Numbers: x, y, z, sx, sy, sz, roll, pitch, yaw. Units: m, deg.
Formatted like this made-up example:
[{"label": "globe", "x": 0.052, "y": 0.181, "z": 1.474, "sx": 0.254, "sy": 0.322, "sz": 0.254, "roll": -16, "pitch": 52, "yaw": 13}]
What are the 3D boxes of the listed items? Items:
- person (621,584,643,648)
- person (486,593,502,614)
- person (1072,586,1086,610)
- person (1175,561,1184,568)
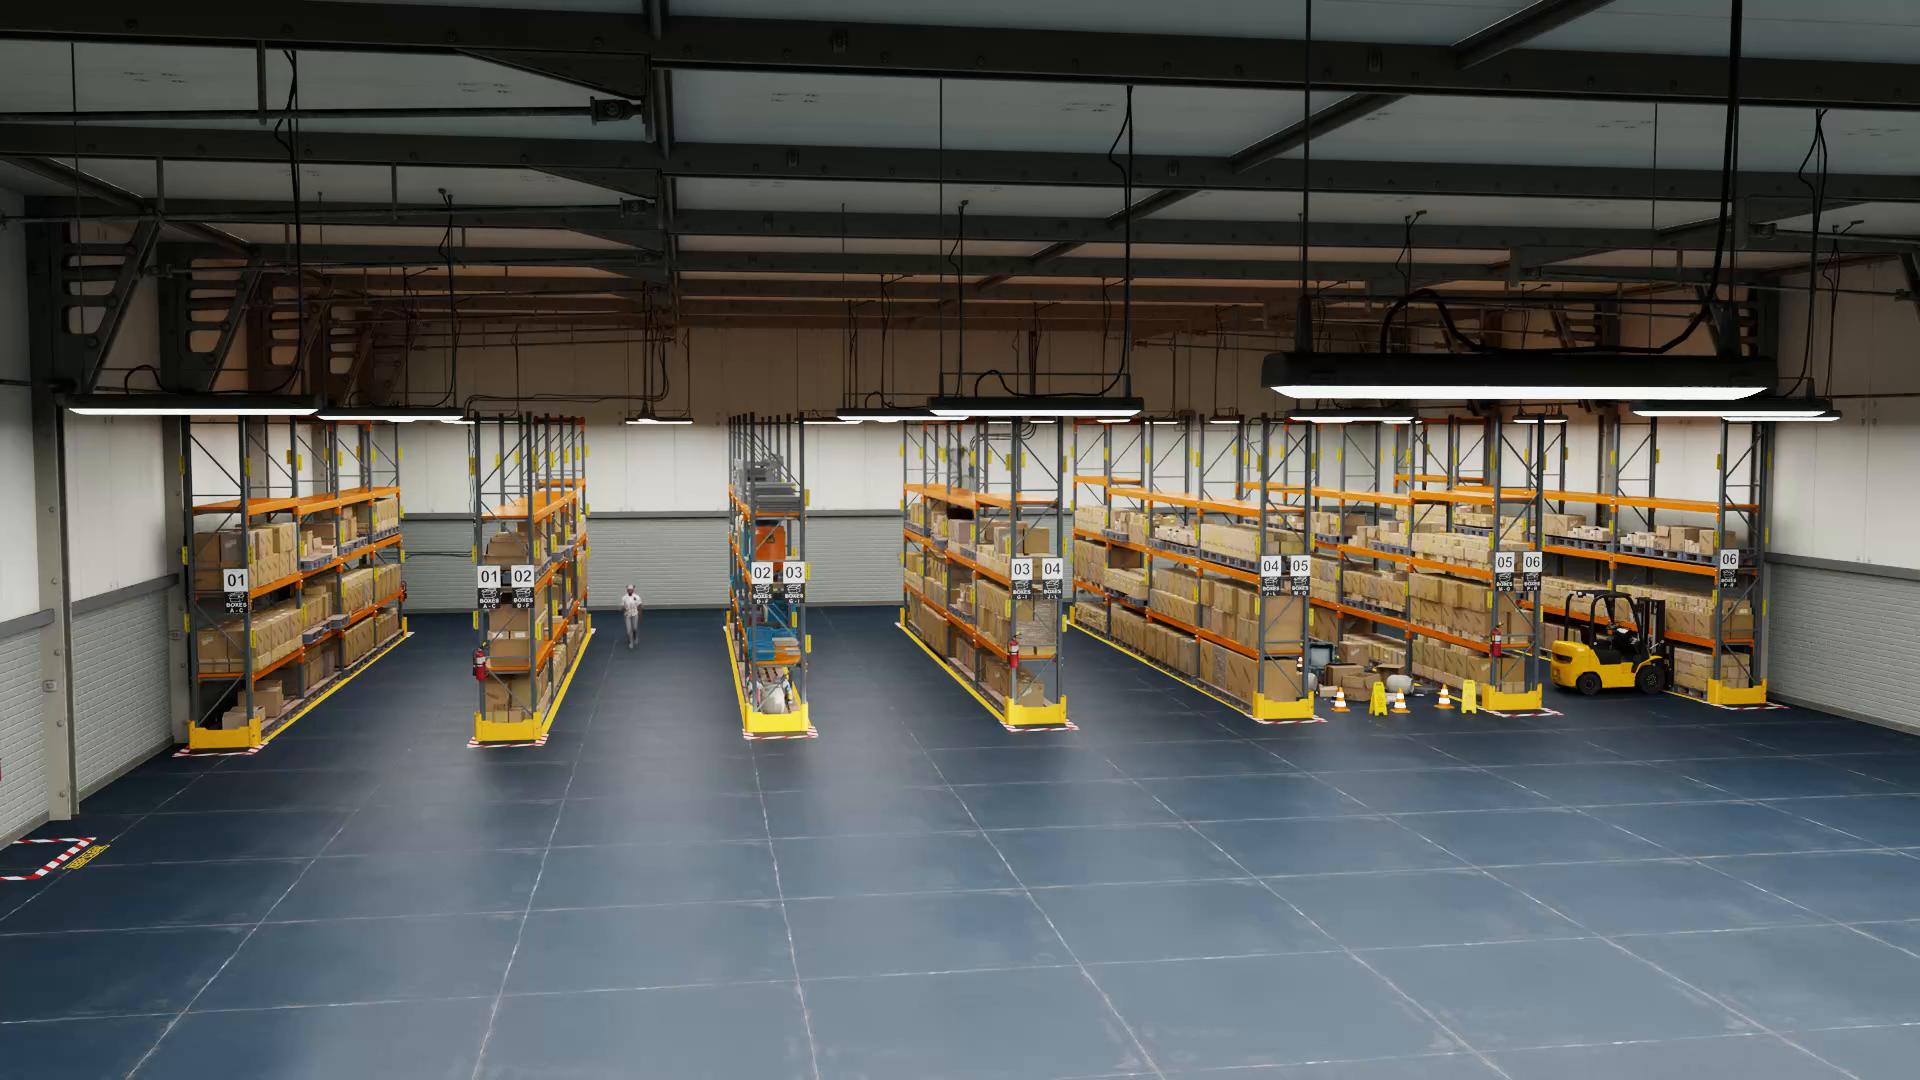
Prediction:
[{"label": "person", "x": -8.494, "y": 1.969, "z": 43.005, "sx": 0.561, "sy": 1.661, "sz": 0.562, "roll": -1, "pitch": 4, "yaw": -9}, {"label": "person", "x": -11.766, "y": 2.020, "z": 42.477, "sx": 0.715, "sy": 1.744, "sz": 1.056, "roll": -1, "pitch": 4, "yaw": -12}, {"label": "person", "x": 3.618, "y": 1.554, "z": 49.528, "sx": 0.542, "sy": 1.644, "sz": 0.604, "roll": -2, "pitch": 4, "yaw": -24}, {"label": "person", "x": -2.392, "y": 1.717, "z": 46.677, "sx": 21.466, "sy": 1.718, "sz": 0.784, "roll": -2, "pitch": 4, "yaw": -25}]
